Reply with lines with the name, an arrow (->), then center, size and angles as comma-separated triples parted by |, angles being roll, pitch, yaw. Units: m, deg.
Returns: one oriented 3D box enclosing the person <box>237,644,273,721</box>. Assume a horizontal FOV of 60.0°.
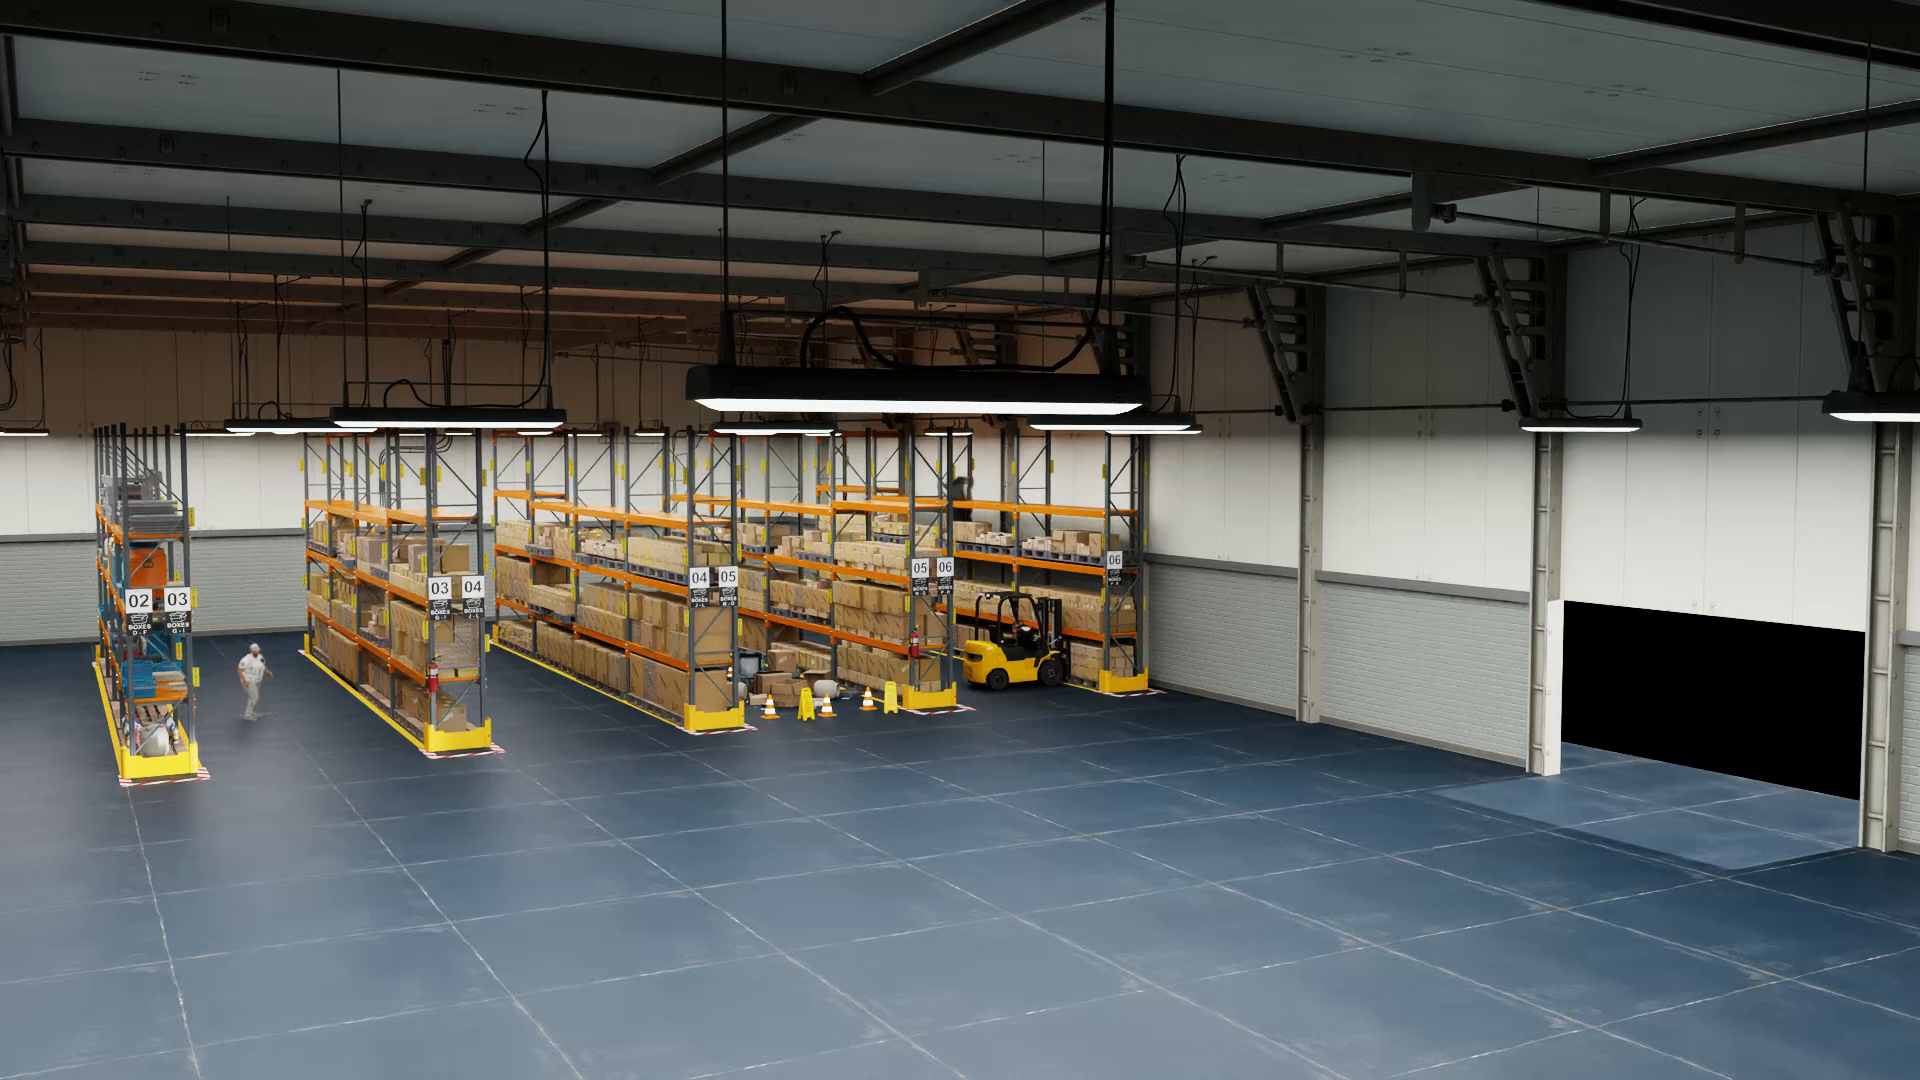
person -> -14.405, 2.896, 33.974 | 0.776, 1.608, 0.654 | 1, 4, 12
